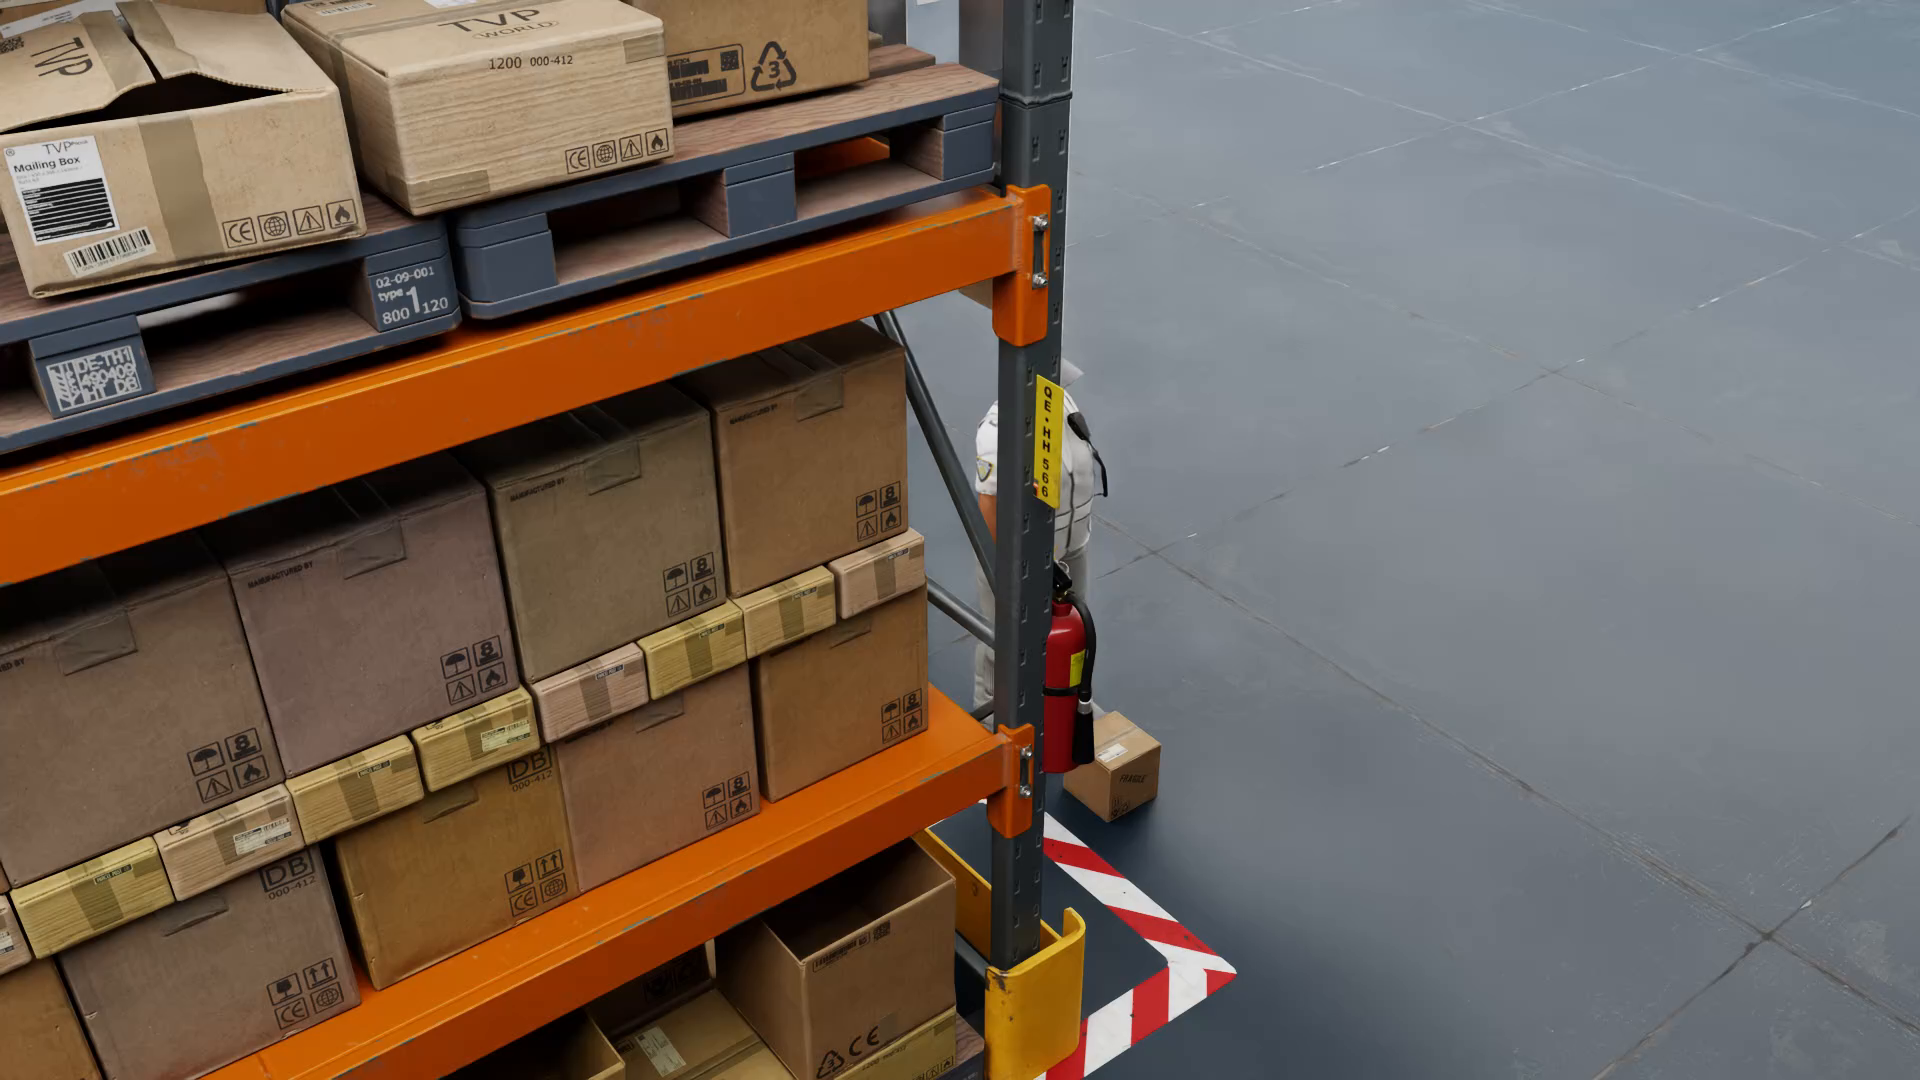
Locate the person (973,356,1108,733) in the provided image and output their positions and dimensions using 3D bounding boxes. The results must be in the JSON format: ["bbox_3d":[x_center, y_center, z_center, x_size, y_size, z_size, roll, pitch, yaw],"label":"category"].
[{"bbox_3d":[0.291,0.032,6.086,0.521,1.698,0.411,-27,41,-35],"label":"person"}]
